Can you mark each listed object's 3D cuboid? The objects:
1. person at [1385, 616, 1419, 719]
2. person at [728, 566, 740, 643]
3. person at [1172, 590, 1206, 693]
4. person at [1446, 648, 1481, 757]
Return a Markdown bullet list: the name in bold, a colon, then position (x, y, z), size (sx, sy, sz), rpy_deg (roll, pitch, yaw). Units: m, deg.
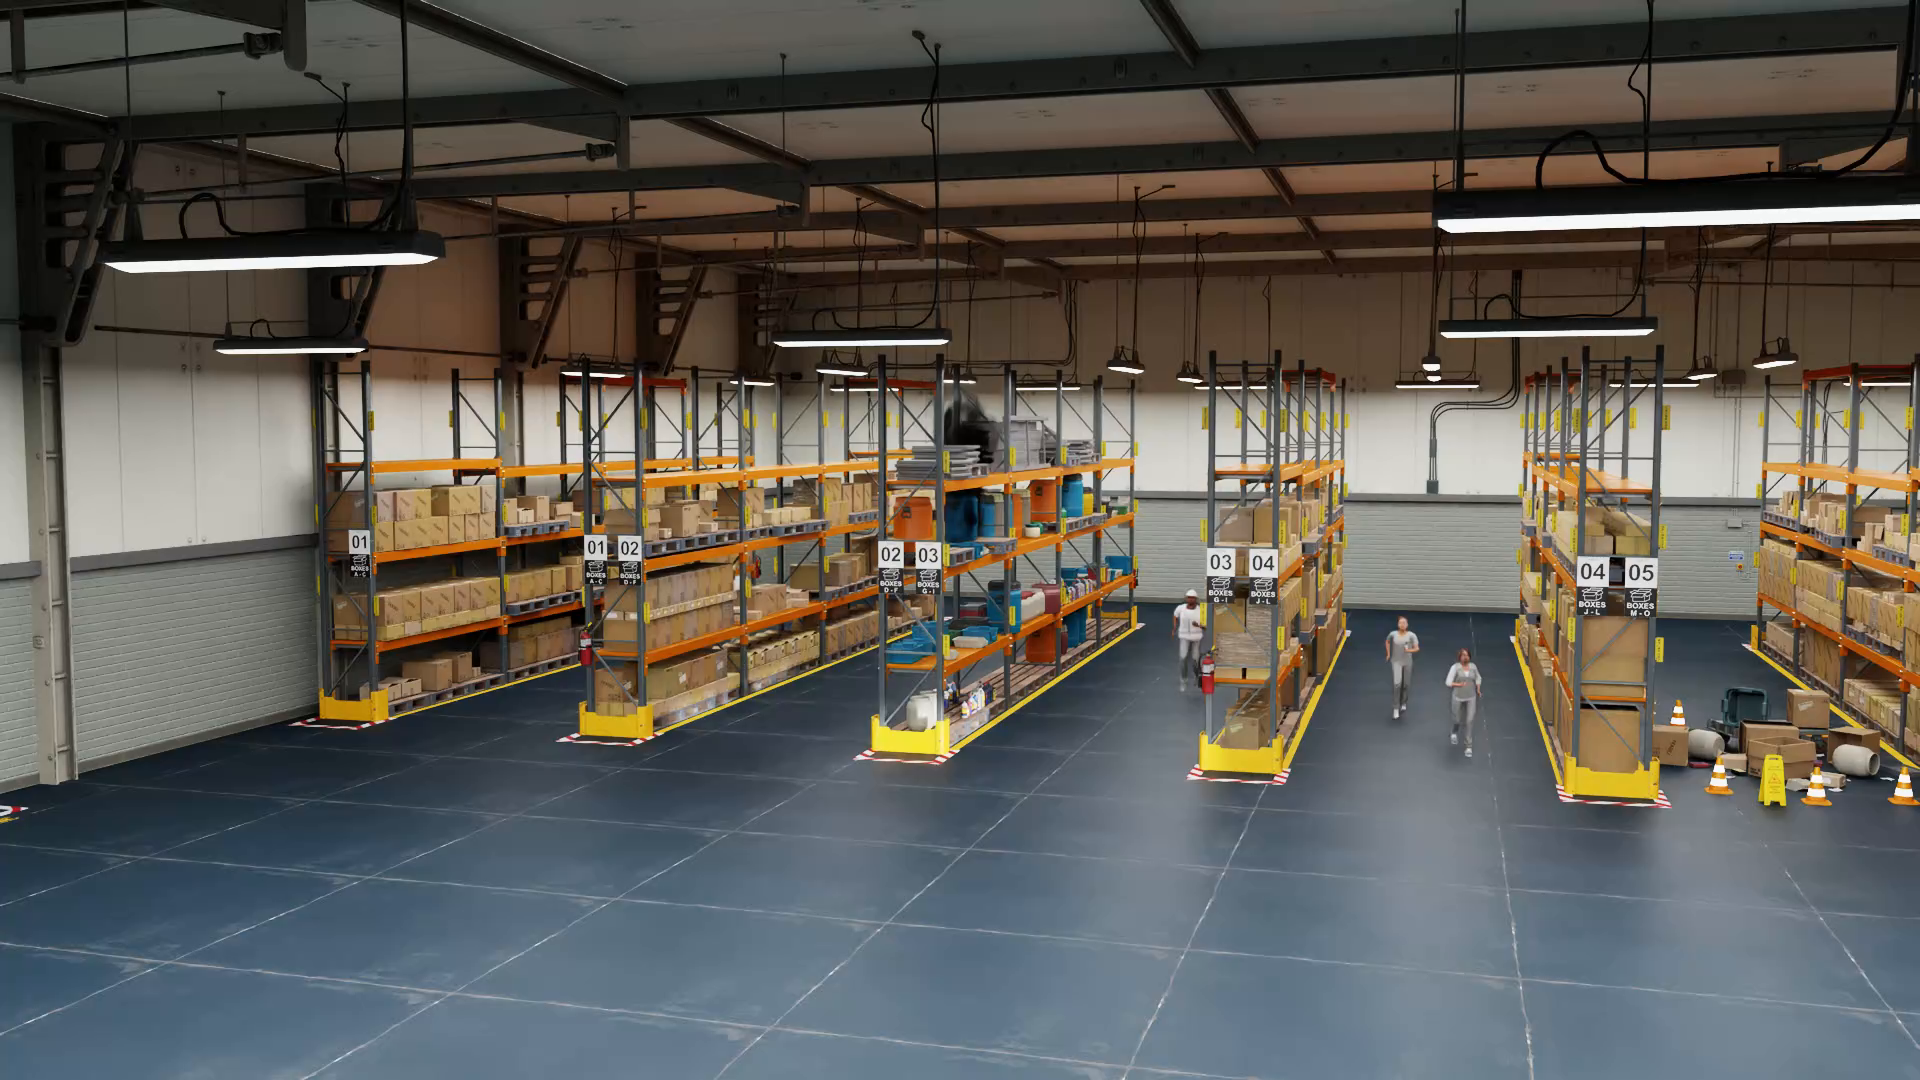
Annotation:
- **person**: position (7.498, 2.135, 28.213), size (0.536, 1.706, 0.770), rpy_deg (1, 4, 11)
- **person**: position (-5.129, 1.450, 37.167), size (0.672, 1.792, 0.922), rpy_deg (0, 4, 6)
- **person**: position (4.119, 1.786, 29.696), size (0.674, 1.817, 0.781), rpy_deg (1, 4, 12)
- **person**: position (7.578, 2.407, 25.010), size (0.543, 1.578, 0.882), rpy_deg (1, 4, 7)
